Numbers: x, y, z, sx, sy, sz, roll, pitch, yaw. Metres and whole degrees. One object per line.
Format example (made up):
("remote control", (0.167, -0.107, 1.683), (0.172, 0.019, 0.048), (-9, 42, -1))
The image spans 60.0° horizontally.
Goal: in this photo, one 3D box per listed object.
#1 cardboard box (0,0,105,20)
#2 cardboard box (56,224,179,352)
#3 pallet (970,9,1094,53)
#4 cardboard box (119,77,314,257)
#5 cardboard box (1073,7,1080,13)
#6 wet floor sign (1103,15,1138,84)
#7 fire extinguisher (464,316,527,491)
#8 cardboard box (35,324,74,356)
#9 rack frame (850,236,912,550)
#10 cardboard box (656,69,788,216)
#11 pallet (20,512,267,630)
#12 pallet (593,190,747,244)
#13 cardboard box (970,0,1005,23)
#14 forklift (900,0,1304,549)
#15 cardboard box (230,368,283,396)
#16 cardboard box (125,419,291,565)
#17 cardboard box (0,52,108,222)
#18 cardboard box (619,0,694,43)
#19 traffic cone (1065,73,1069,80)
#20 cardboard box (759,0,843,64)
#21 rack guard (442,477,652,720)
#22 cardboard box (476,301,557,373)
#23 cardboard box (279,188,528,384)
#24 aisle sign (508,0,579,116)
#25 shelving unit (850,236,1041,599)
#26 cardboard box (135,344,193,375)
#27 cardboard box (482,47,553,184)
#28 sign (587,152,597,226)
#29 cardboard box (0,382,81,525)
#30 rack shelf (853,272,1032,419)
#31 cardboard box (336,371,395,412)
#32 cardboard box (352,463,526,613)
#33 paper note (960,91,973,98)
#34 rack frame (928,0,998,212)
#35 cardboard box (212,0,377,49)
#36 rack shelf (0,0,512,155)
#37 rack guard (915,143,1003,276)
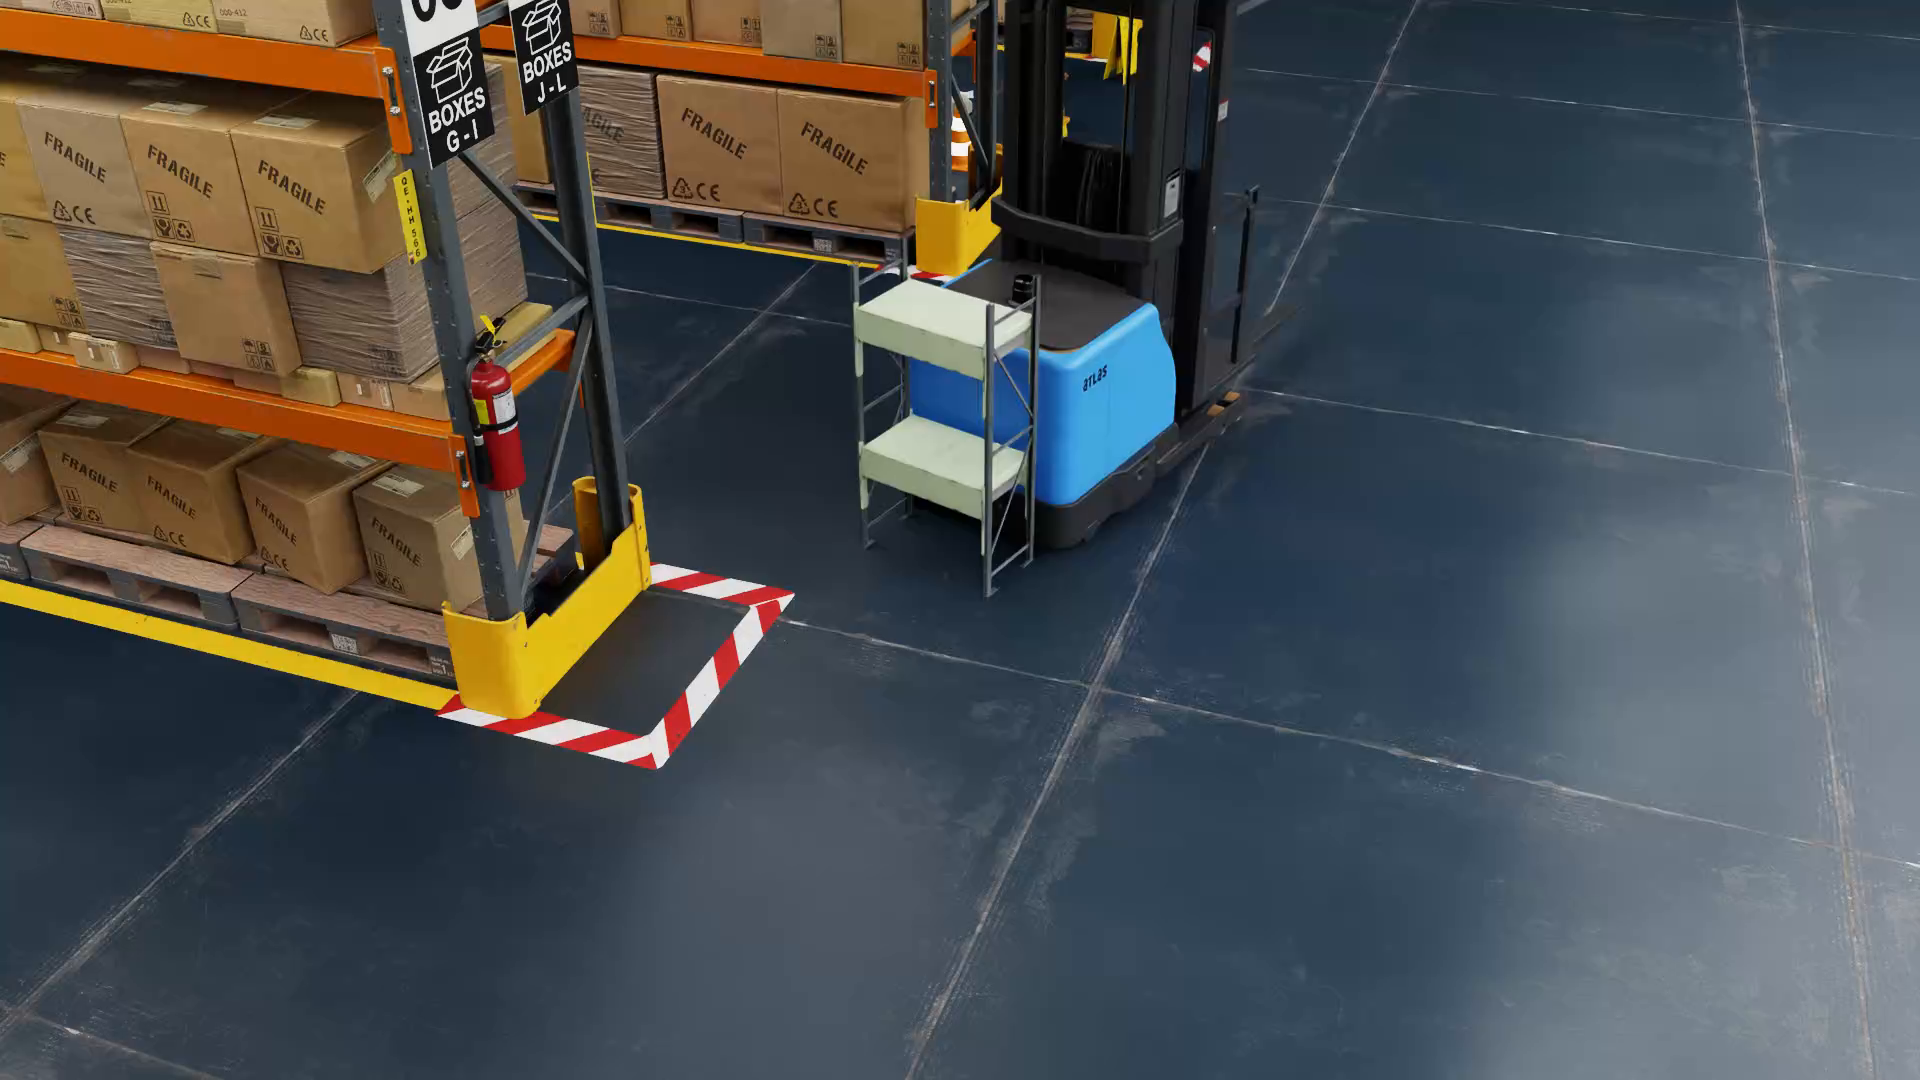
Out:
("cardboard box", (-3.231, -2.147, 6.182), (0.500, 0.250, 0.500), (12, 35, 18))
("cardboard box", (-3.217, -1.228, 7.021), (0.500, 0.500, 0.875), (11, 34, 16))
("pallet", (0.778, -4.872, 15.602), (1.213, 0.211, 1.003), (11, 34, 16))
("cardboard box", (-2.815, -1.453, 6.447), (0.500, 0.500, 0.500), (11, 34, 16))
("cardboard box", (0.936, -5.173, 15.645), (0.500, 0.250, 0.500), (11, 34, 16))
("wet floor sign", (1.420, -4.293, 14.304), (0.232, 0.644, 0.267), (24, 40, 32))
("fire extinguisher", (-1.789, -0.514, 6.352), (0.183, 0.674, 0.296), (11, 34, 16))
("cardboard box", (-3.739, -0.946, 7.182), (0.250, 0.149, 0.380), (11, 34, 16))
("rack frame", (-0.366, -0.674, 7.912), (0.023, 1.500, 0.400), (21, 38, 29))
("cardboard box", (-1.462, -2.851, 11.472), (0.875, 0.875, 0.875), (10, 34, 16))
("pallet", (-3.710, -0.036, 8.112), (1.213, 0.211, 1.003), (11, 34, 16))
("pallet", (-1.896, -2.476, 11.891), (1.213, 0.211, 1.003), (11, 34, 16))
("cardboard box", (0.265, -4.994, 15.367), (0.500, 0.250, 0.500), (11, 34, 17))
("forklift", (0.950, -1.941, 8.554), (1.130, 2.935, 3.031), (21, 38, 29))
("cardboard box", (-2.797, -0.763, 6.898), (0.250, 0.149, 0.380), (11, 34, 16))
("cardboard box", (-3.481, -0.268, 7.817), (0.500, 0.500, 0.500), (14, 35, 21))
("cardboard box", (-3.753, -1.641, 6.739), (0.500, 0.500, 0.500), (11, 34, 16))
("cardboard box", (-1.860, -3.757, 11.165), (0.500, 0.550, 0.875), (11, 34, 16))
("traffic cone", (0.762, -4.217, 14.355), (0.334, 0.463, 0.336), (11, 34, 16))
("cardboard box", (-0.862, -3.514, 10.790), (0.550, 0.550, 0.875), (11, 34, 16))
("rack guard", (-1.813, 0.233, 7.428), (0.348, 0.500, 1.175), (11, 34, 16))
("cardboard box", (-1.929, -0.871, 7.066), (0.250, 0.149, 0.380), (11, 34, 16))
("cardboard box", (-2.250, -1.085, 6.798), (0.500, 0.500, 0.875), (11, 34, 16))
("aisle sign", (-1.582, -2.037, 6.243), (0.004, 0.787, 0.394), (11, 34, 16))
("shelving unit", (-0.067, -0.560, 7.735), (0.755, 1.500, 0.431), (21, 38, 29))
("cardboard box", (-3.261, -0.865, 7.055), (0.250, 0.149, 0.380), (11, 34, 16))
("cardboard box", (-3.170, -3.182, 11.985), (0.875, 0.875, 0.875), (12, 35, 17))
("sign", (-1.558, -1.444, 6.923), (0.005, 0.325, 0.100), (11, 34, 16))
("cardboard box", (-4.602, -0.467, 8.125), (0.500, 0.500, 0.500), (23, 39, 31))
("rack shelf", (-0.067, -0.888, 7.523), (0.720, 0.370, 0.431), (21, 38, 29))
("cardboard box", (-2.314, -0.690, 6.785), (0.250, 0.149, 0.380), (11, 34, 16))
("cardboard box", (-2.323, -0.052, 7.483), (0.500, 0.500, 0.500), (18, 37, 25))
("paper note", (0.041, -3.772, 14.065), (0.142, 0.019, 0.148), (0, 33, 0))
("rack frame", (0.027, -3.317, 10.622), (0.127, 3.000, 1.000), (11, 34, 16))
("cardboard box", (-2.281, -1.959, 5.891), (0.500, 0.250, 0.500), (12, 35, 18))
("rack shelf", (-3.624, -2.127, 6.677), (4.000, 0.370, 1.077), (11, 34, 16))
("rack guard", (0.050, -2.263, 11.293), (0.348, 0.500, 1.175), (11, 34, 16))
